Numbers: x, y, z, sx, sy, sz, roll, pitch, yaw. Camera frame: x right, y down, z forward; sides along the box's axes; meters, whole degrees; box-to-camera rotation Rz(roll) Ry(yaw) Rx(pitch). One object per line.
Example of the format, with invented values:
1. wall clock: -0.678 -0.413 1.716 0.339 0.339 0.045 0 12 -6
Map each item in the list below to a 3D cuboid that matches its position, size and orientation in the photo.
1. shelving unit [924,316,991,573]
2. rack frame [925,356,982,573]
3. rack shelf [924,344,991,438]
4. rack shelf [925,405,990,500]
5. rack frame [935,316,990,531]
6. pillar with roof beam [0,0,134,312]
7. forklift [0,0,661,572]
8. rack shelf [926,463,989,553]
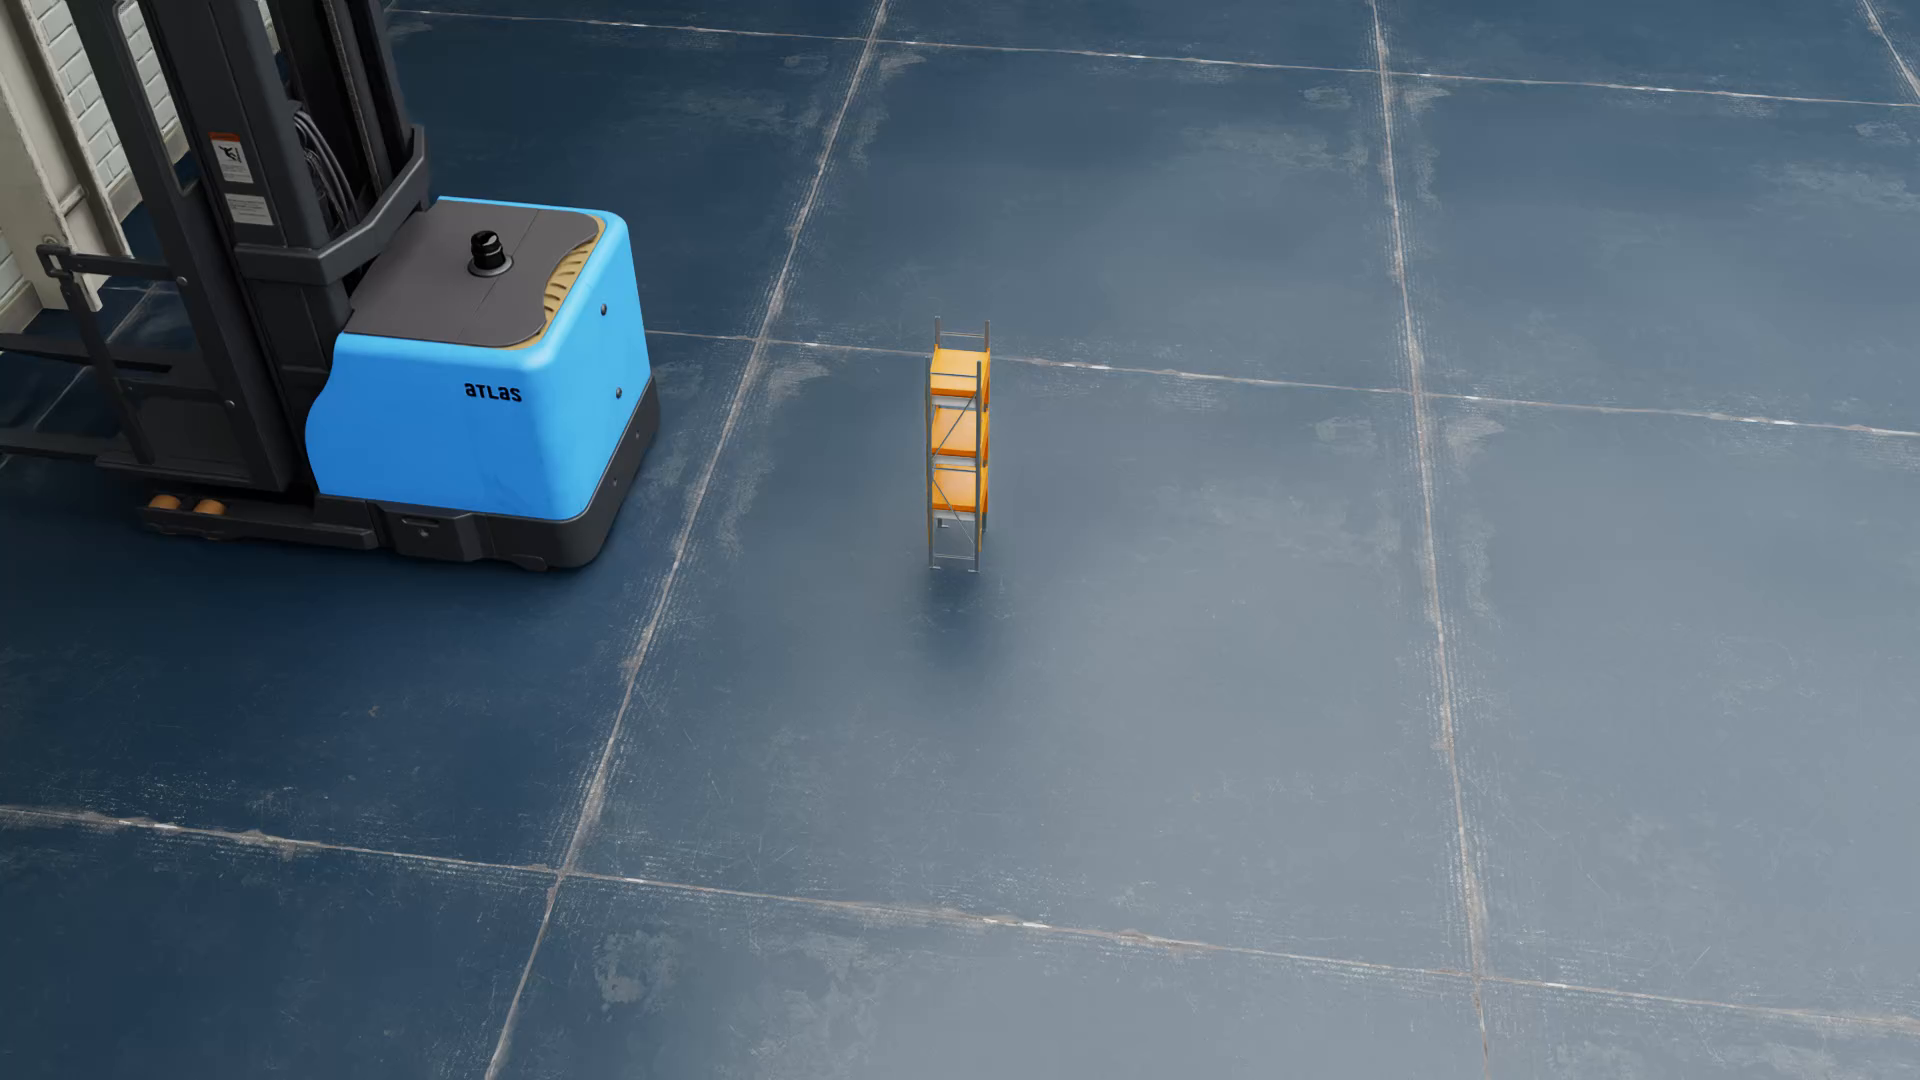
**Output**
1. shelving unit: -0.007 -0.345 6.351 0.215 1.050 0.252 5 44 6
2. rack frame: -0.023 -0.262 6.263 0.200 1.050 0.008 5 44 6
3. rack shelf: -0.007 -0.543 6.163 0.215 0.259 0.240 5 44 6
4. rack shelf: -0.007 -0.337 6.358 0.215 0.259 0.240 5 44 6
5. rack frame: 0.009 -0.428 6.438 0.200 1.050 0.008 5 44 6
6. pillar with roof beam: 0.046 -4.107 4.543 9.100 9.000 0.400 5 44 6
7. forklift: -2.860 -1.416 6.114 3.031 2.935 1.130 6 44 7
8. rack shelf: -0.007 -0.135 6.549 0.215 0.259 0.240 5 44 6
